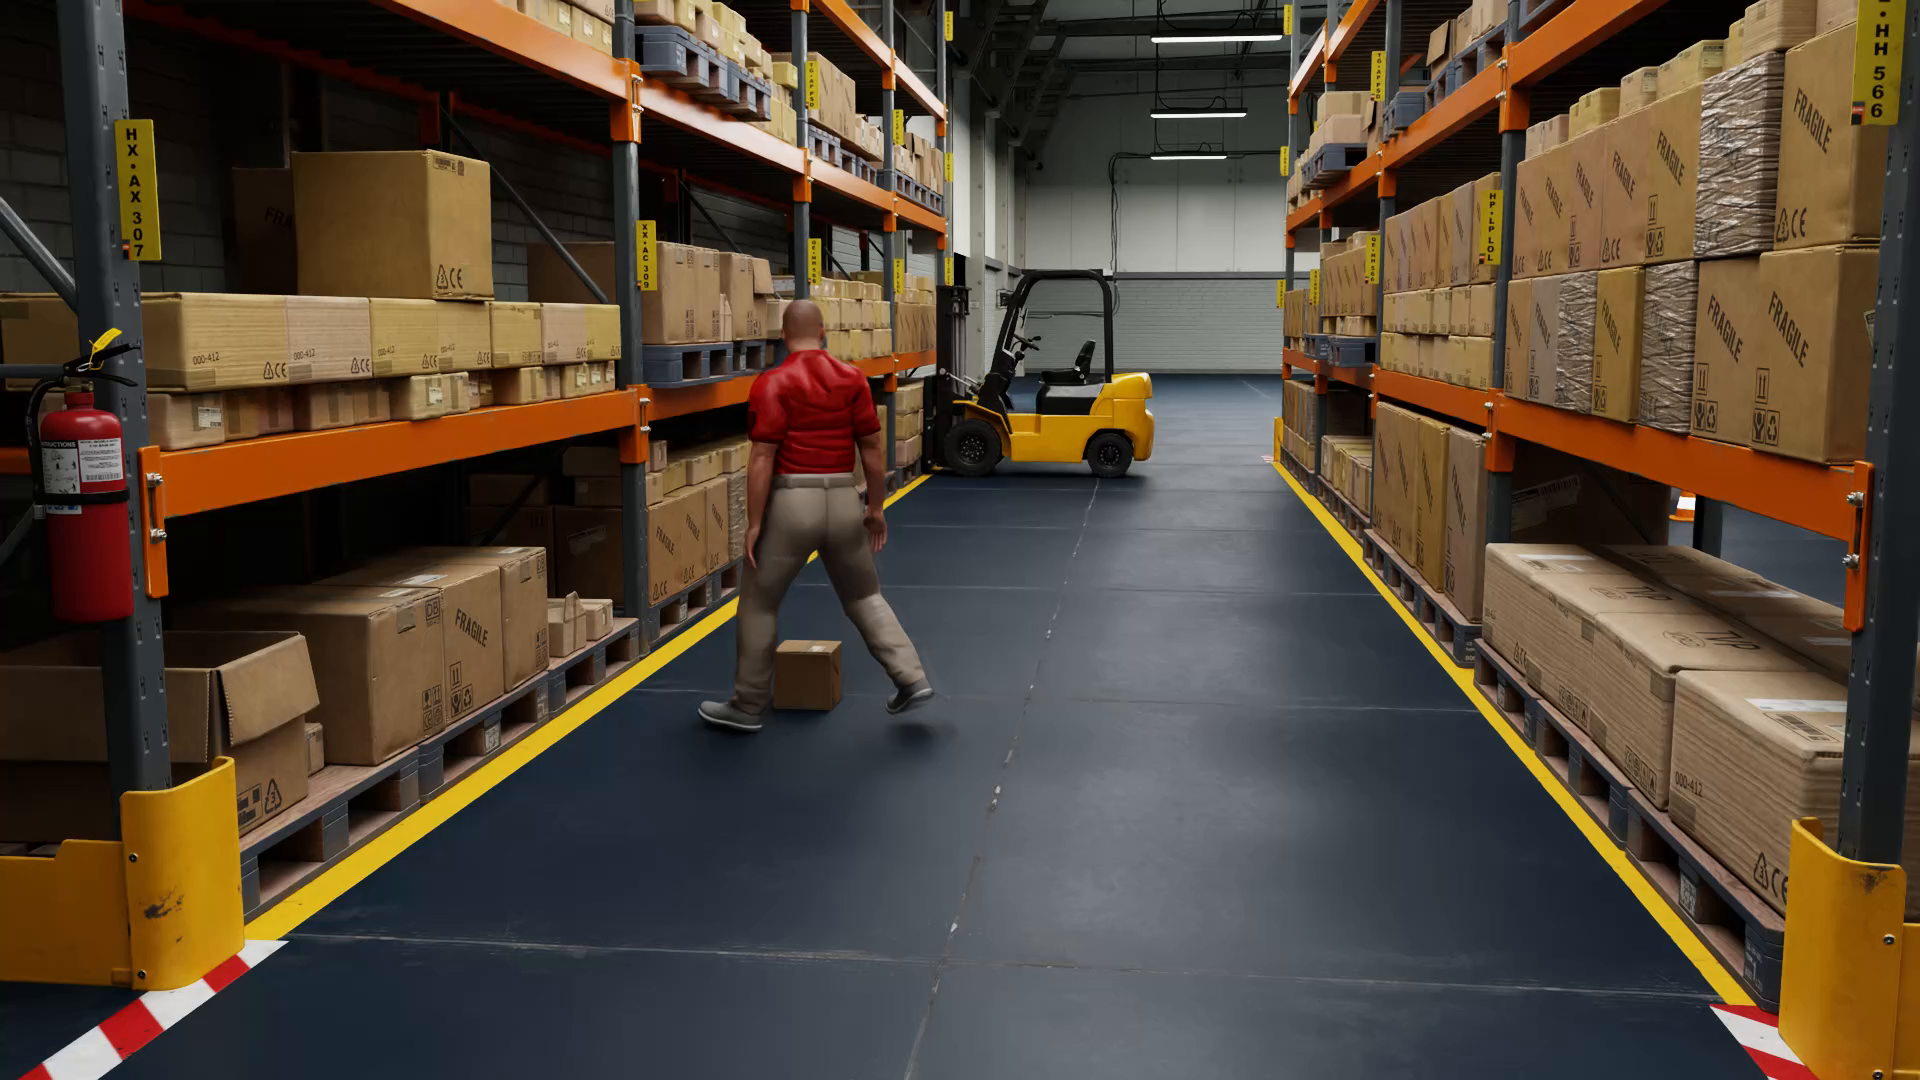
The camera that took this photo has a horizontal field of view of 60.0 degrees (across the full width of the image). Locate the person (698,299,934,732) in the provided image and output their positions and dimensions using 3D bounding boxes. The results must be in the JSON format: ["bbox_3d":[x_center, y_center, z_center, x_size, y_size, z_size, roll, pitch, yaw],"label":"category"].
[{"bbox_3d":[-0.573,-0.092,6.580,0.769,1.703,0.724,-5,9,-32],"label":"person"}]
